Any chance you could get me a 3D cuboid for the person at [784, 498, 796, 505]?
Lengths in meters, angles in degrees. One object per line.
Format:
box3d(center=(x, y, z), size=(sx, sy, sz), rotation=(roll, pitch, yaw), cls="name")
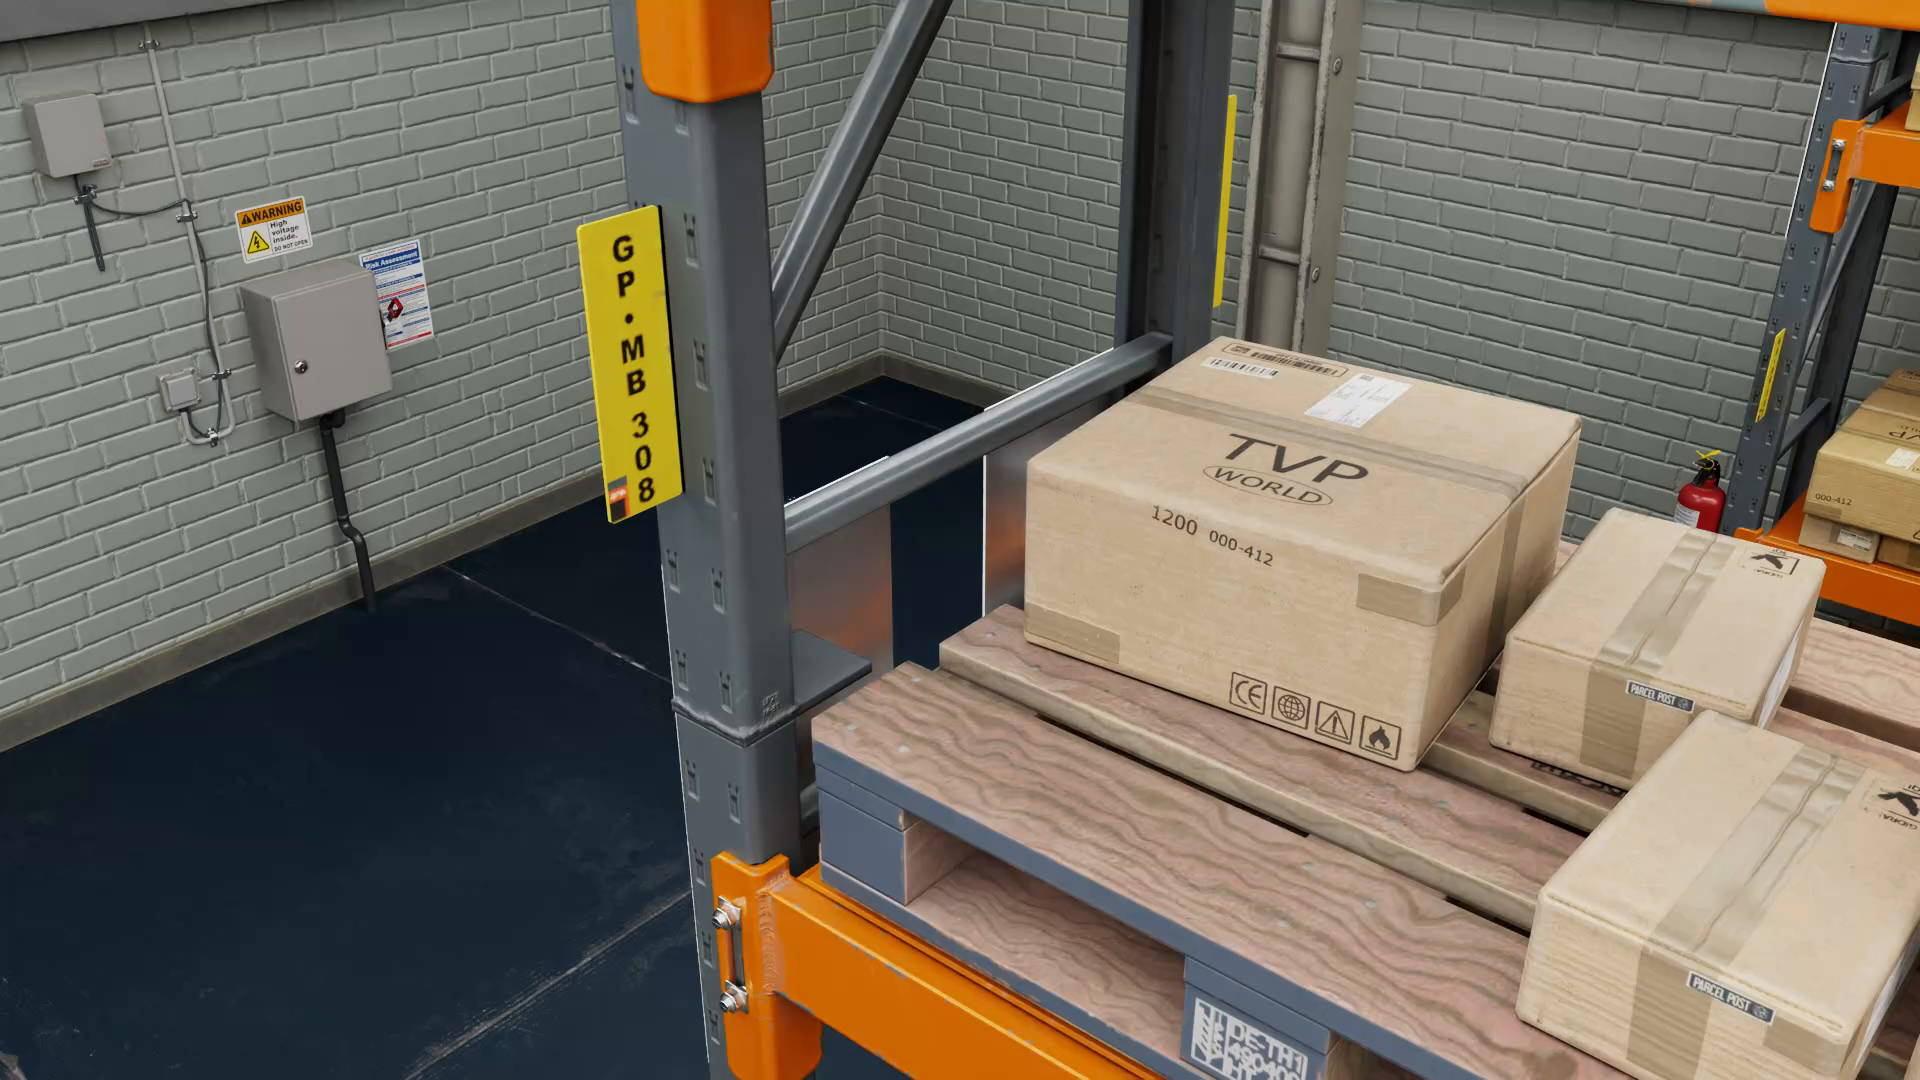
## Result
box3d(center=(-0.856, 0.269, 7.330), size=(0.465, 0.996, 0.862), rotation=(19, 33, 32), cls="person")
